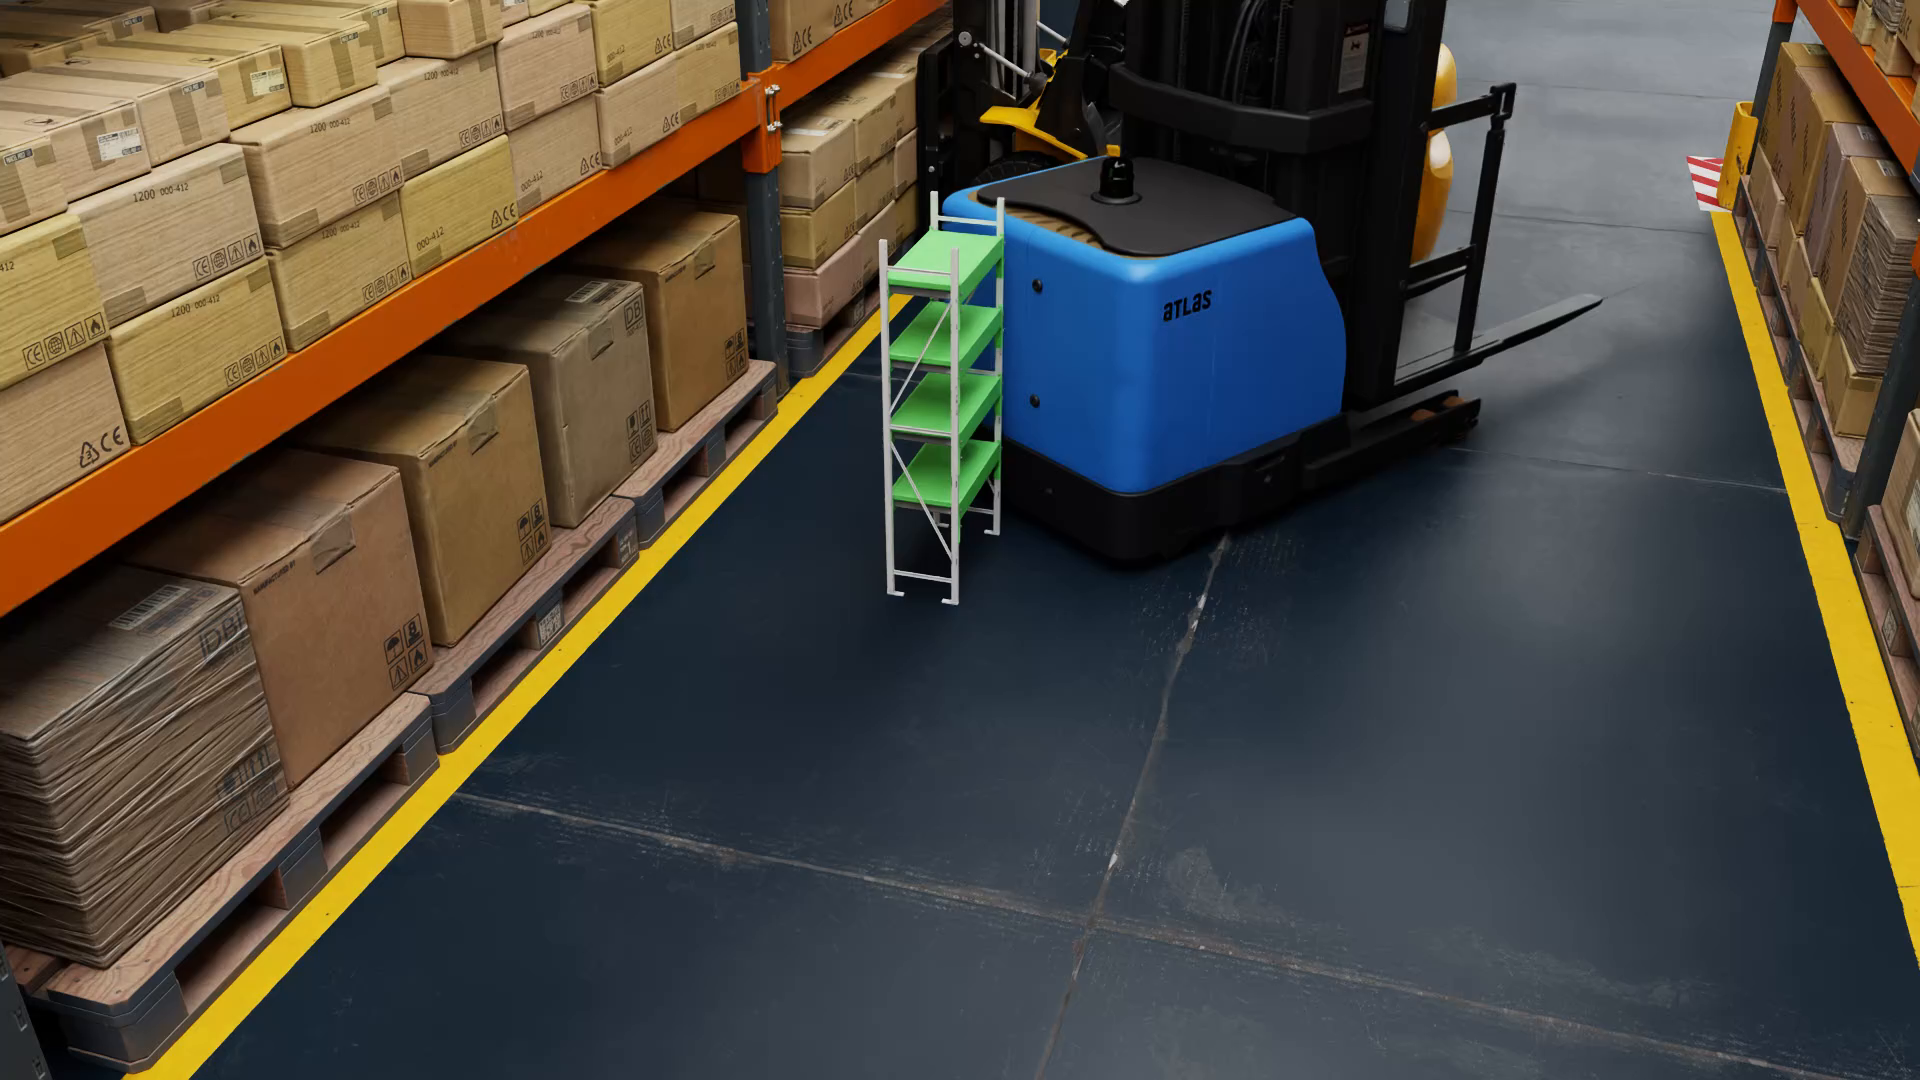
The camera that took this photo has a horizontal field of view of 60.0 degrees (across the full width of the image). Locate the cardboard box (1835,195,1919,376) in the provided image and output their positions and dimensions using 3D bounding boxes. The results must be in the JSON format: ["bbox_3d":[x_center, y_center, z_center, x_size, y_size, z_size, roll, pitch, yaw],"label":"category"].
[{"bbox_3d":[3.467,-0.885,5.880,0.500,0.500,0.500,8,30,14],"label":"cardboard box"}]

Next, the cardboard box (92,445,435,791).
[{"bbox_3d":[-1.990,0.152,4.402,0.875,0.625,0.625,9,30,17],"label":"cardboard box"}]

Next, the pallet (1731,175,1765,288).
[{"bbox_3d":[4.430,-1.494,8.219,1.003,0.211,1.213,8,30,15],"label":"pallet"}]

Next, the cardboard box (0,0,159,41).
[{"bbox_3d":[-2.214,-1.228,4.102,0.380,0.149,0.250,8,30,14],"label":"cardboard box"}]

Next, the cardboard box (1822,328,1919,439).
[{"bbox_3d":[3.467,-0.557,6.062,0.500,0.250,0.500,10,31,17],"label":"cardboard box"}]

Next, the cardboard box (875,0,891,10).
[{"bbox_3d":[-0.532,-2.661,7.345,0.500,0.500,0.500,8,30,14],"label":"cardboard box"}]

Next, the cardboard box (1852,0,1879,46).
[{"bbox_3d":[3.793,-2.057,6.620,0.380,0.149,0.250,9,30,15],"label":"cardboard box"}]

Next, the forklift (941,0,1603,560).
[{"bbox_3d":[1.386,-1.791,5.955,3.031,2.935,1.130,-21,36,-33],"label":"forklift"}]

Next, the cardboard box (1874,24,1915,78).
[{"bbox_3d":[3.648,-1.818,6.190,0.380,0.149,0.250,8,30,14],"label":"cardboard box"}]

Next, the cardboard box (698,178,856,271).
[{"bbox_3d":[-0.759,-1.350,6.973,0.500,0.250,0.500,8,30,15],"label":"cardboard box"}]

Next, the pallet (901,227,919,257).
[{"bbox_3d":[-0.566,-1.682,8.557,1.003,0.211,1.213,8,30,15],"label":"pallet"}]

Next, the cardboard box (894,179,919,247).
[{"bbox_3d":[-0.467,-1.607,7.950,0.500,0.250,0.500,9,30,16],"label":"cardboard box"}]

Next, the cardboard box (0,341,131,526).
[{"bbox_3d":[-2.006,-0.215,3.206,0.500,0.250,0.500,9,30,15],"label":"cardboard box"}]

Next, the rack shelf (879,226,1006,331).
[{"bbox_3d":[-0.049,-0.811,5.118,0.258,0.148,0.480,8,30,15],"label":"rack shelf"}]

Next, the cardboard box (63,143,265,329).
[{"bbox_3d":[-1.858,-0.666,3.502,0.500,0.250,0.500,9,30,16],"label":"cardboard box"}]

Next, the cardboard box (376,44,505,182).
[{"bbox_3d":[-1.562,-1.148,4.368,0.500,0.250,0.500,9,30,16],"label":"cardboard box"}]

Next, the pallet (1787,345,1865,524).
[{"bbox_3d":[3.713,-0.360,6.181,1.003,0.211,1.213,8,30,15],"label":"pallet"}]

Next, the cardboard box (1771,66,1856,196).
[{"bbox_3d":[4.067,-1.840,7.598,0.500,0.500,0.500,7,30,13],"label":"cardboard box"}]

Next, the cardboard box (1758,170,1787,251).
[{"bbox_3d":[4.066,-1.531,7.813,0.500,0.250,0.500,10,30,17],"label":"cardboard box"}]

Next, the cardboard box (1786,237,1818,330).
[{"bbox_3d":[3.767,-1.041,6.933,0.500,0.250,0.500,9,30,16],"label":"cardboard box"}]

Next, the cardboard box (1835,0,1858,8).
[{"bbox_3d":[4.048,-2.415,7.264,0.380,0.149,0.250,9,30,16],"label":"cardboard box"}]

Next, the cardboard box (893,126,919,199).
[{"bbox_3d":[-0.454,-1.816,7.811,0.500,0.250,0.500,8,30,14],"label":"cardboard box"}]

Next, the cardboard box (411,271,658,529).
[{"bbox_3d":[-1.574,-0.511,5.593,0.875,0.625,0.625,8,30,14],"label":"cardboard box"}]

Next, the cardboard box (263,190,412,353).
[{"bbox_3d":[-1.709,-0.689,4.057,0.500,0.250,0.500,8,30,13],"label":"cardboard box"}]

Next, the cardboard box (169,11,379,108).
[{"bbox_3d":[-1.626,-1.144,3.951,0.380,0.149,0.250,9,30,16],"label":"cardboard box"}]

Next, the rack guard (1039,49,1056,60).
[{"bbox_3d":[-0.015,-2.746,10.172,1.175,0.500,0.348,8,30,15],"label":"rack guard"}]

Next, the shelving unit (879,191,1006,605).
[{"bbox_3d":[-0.049,-0.447,5.320,0.258,1.200,0.503,8,30,15],"label":"shelving unit"}]

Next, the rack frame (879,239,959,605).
[{"bbox_3d":[-0.120,-0.334,5.116,0.240,1.200,0.015,8,30,15],"label":"rack frame"}]

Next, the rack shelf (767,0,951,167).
[{"bbox_3d":[-0.609,-2.584,8.049,1.077,0.370,4.000,8,30,15],"label":"rack shelf"}]

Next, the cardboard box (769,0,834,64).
[{"bbox_3d":[-0.816,-2.181,6.482,0.500,0.500,0.500,8,30,13],"label":"cardboard box"}]

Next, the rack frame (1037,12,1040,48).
[{"bbox_3d":[-0.022,-3.827,9.544,1.000,3.000,0.127,8,30,15],"label":"rack frame"}]

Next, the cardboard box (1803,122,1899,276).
[{"bbox_3d":[3.763,-1.359,6.732,0.500,0.500,0.500,10,31,18],"label":"cardboard box"}]

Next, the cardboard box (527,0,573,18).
[{"bbox_3d":[-1.352,-1.622,4.811,0.380,0.149,0.250,8,30,14],"label":"cardboard box"}]

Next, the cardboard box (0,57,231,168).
[{"bbox_3d":[-1.802,-0.913,3.536,0.380,0.149,0.250,9,30,15],"label":"cardboard box"}]

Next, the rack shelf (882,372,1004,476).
[{"bbox_3d":[-0.049,-0.392,5.351,0.258,0.148,0.480,8,30,15],"label":"rack shelf"}]

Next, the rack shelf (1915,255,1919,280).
[{"bbox_3d":[2.963,-0.018,3.437,1.077,0.370,4.000,8,30,15],"label":"rack shelf"}]

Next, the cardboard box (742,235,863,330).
[{"bbox_3d":[-0.738,-1.128,7.088,0.500,0.250,0.500,9,30,15],"label":"cardboard box"}]

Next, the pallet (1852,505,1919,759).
[{"bbox_3d":[3.323,0.319,4.960,1.003,0.211,1.213,8,30,15],"label":"pallet"}]

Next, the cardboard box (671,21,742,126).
[{"bbox_3d":[-1.094,-1.631,5.751,0.500,0.250,0.500,9,30,16],"label":"cardboard box"}]

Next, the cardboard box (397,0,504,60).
[{"bbox_3d":[-1.435,-1.373,4.362,0.380,0.149,0.250,8,30,14],"label":"cardboard box"}]

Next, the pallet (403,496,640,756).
[{"bbox_3d":[-1.731,0.167,5.233,1.003,0.211,1.213,8,30,15],"label":"pallet"}]

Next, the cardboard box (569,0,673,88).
[{"bbox_3d":[-1.240,-1.617,5.210,0.500,0.250,0.500,8,30,14],"label":"cardboard box"}]

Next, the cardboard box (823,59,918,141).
[{"bbox_3d":[-0.459,-2.036,7.693,0.500,0.250,0.500,10,30,17],"label":"cardboard box"}]

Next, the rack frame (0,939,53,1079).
[{"bbox_3d":[-2.367,-0.109,2.860,0.949,2.616,0.053,8,30,15],"label":"rack frame"}]

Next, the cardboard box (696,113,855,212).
[{"bbox_3d":[-0.754,-1.567,6.850,0.500,0.250,0.500,8,30,14],"label":"cardboard box"}]

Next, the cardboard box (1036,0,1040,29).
[{"bbox_3d":[0.141,-2.988,9.403,0.500,0.250,0.500,10,30,17],"label":"cardboard box"}]

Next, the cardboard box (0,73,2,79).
[{"bbox_3d":[-2.358,-0.990,3.674,0.380,0.149,0.250,8,30,14],"label":"cardboard box"}]

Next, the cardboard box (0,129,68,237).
[{"bbox_3d":[-1.918,-0.667,3.093,0.380,0.149,0.250,9,30,16],"label":"cardboard box"}]

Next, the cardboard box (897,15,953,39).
[{"bbox_3d":[-0.142,-2.514,8.551,0.500,0.250,0.500,9,30,16],"label":"cardboard box"}]

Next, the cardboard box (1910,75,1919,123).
[{"bbox_3d":[3.420,-1.462,5.551,0.380,0.149,0.250,9,30,16],"label":"cardboard box"}]

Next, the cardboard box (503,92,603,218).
[{"bbox_3d":[-1.411,-1.171,4.923,0.500,0.250,0.500,9,30,15],"label":"cardboard box"}]

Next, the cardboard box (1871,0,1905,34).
[{"bbox_3d":[3.735,-2.160,6.138,0.500,0.500,0.500,9,30,16],"label":"cardboard box"}]

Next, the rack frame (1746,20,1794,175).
[{"bbox_3d":[4.724,-3.121,8.274,1.000,3.000,0.127,8,30,15],"label":"rack frame"}]
